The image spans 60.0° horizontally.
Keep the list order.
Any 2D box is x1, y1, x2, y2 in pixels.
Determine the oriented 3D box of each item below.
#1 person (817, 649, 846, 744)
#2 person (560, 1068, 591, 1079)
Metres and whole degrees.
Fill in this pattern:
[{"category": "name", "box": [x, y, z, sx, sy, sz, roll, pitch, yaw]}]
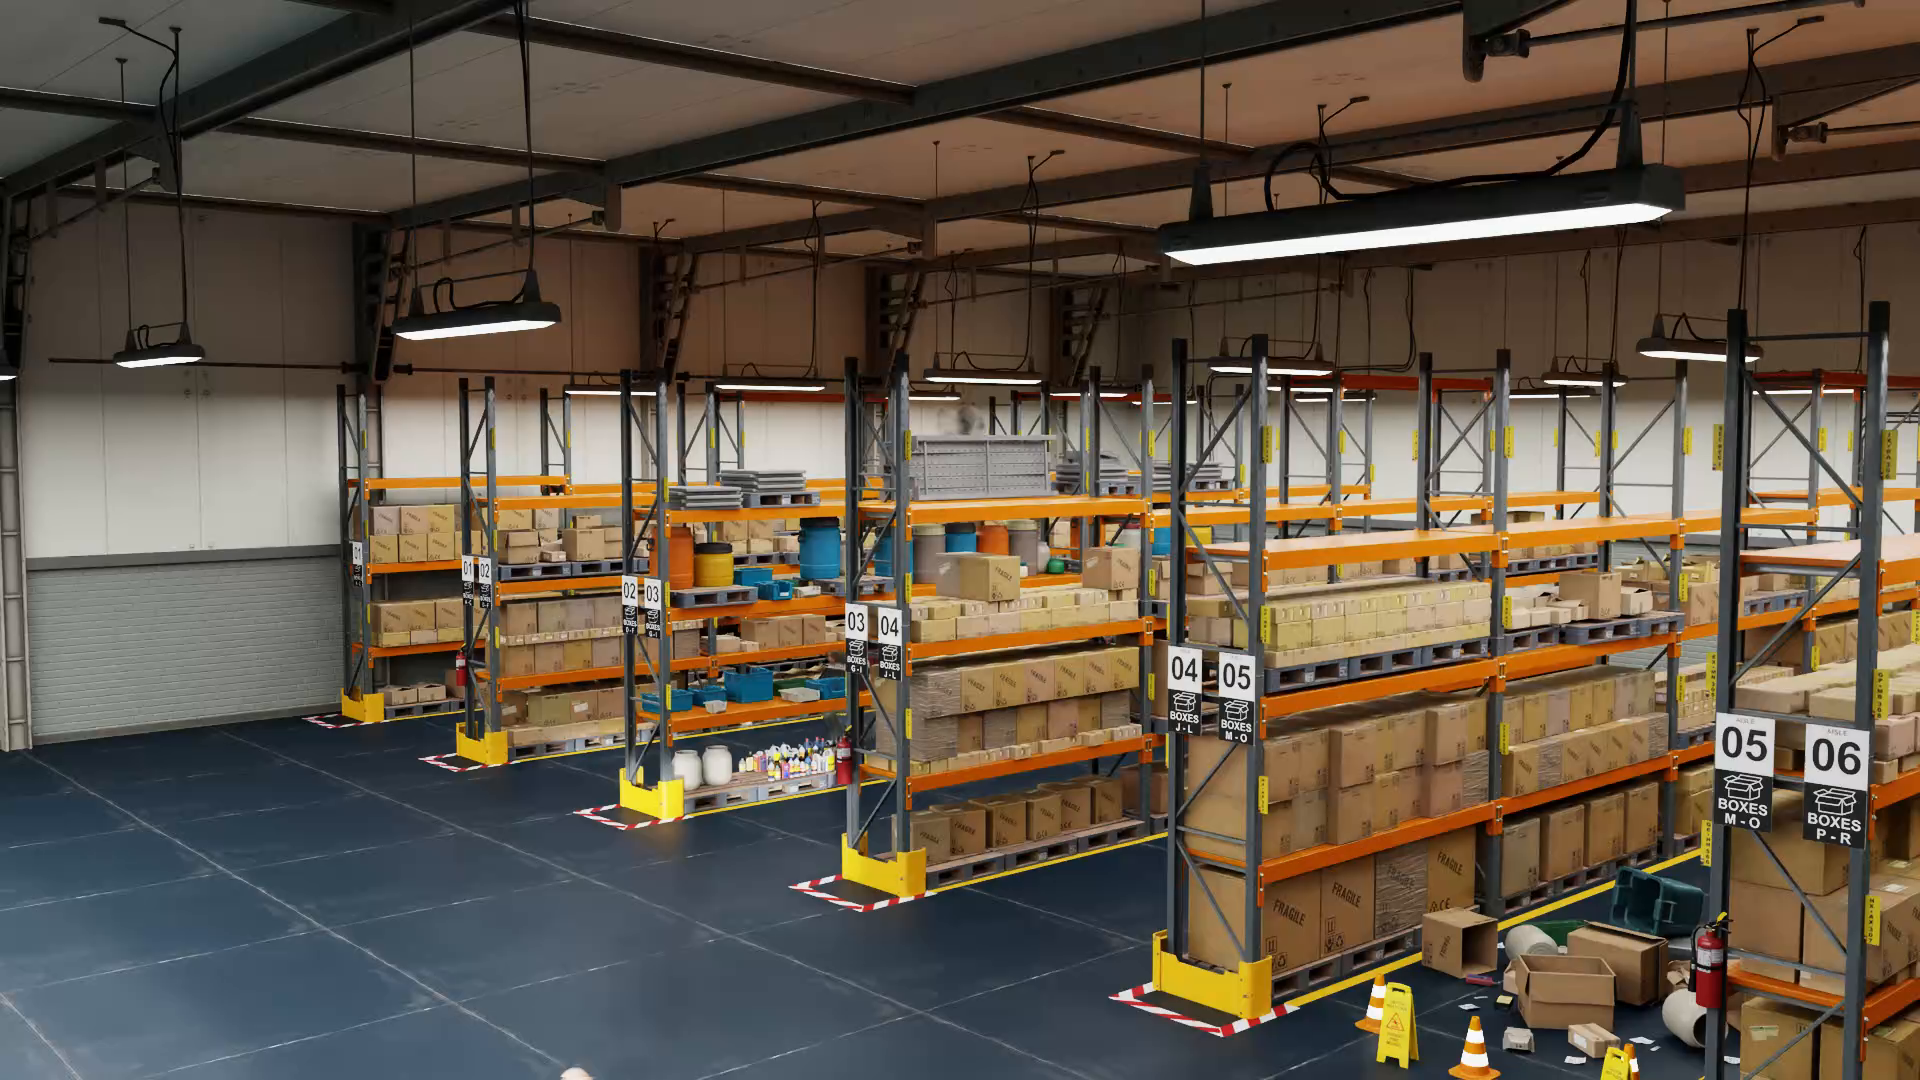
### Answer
[{"category": "person", "box": [-2.067, 2.590, 27.043, 0.514, 1.624, 0.661, 4, 5, 44]}, {"category": "person", "box": [-2.017, 3.710, 8.792, 0.688, 1.812, 0.755, 0, 4, -5]}]
